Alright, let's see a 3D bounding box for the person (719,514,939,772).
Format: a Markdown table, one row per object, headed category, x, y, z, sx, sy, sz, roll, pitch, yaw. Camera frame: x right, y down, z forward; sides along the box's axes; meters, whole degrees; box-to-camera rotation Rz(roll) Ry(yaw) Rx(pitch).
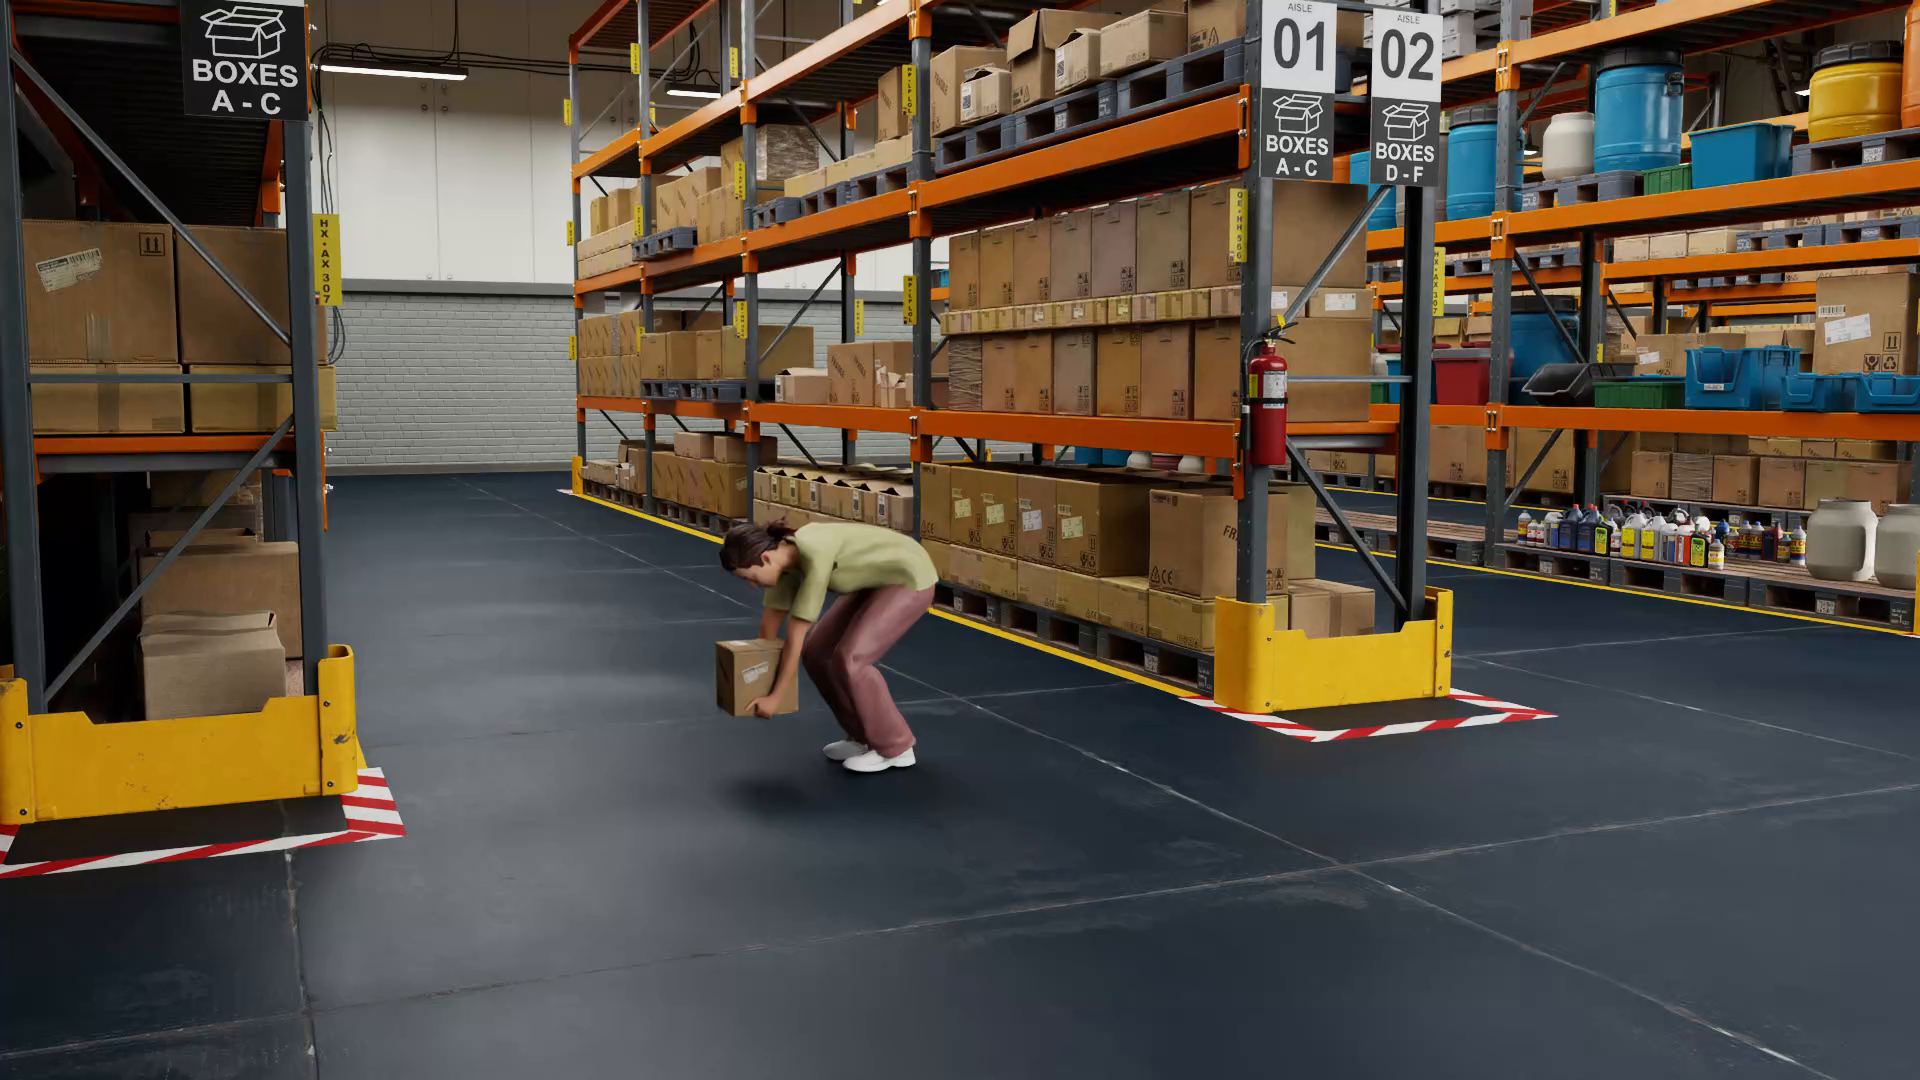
| category | x | y | z | sx | sy | sz | roll | pitch | yaw |
| --- | --- | --- | --- | --- | --- | --- | --- | --- | --- |
| person | -0.507 | 0.414 | 6.435 | 0.868 | 0.952 | 0.471 | -3 | 6 | -26 |
